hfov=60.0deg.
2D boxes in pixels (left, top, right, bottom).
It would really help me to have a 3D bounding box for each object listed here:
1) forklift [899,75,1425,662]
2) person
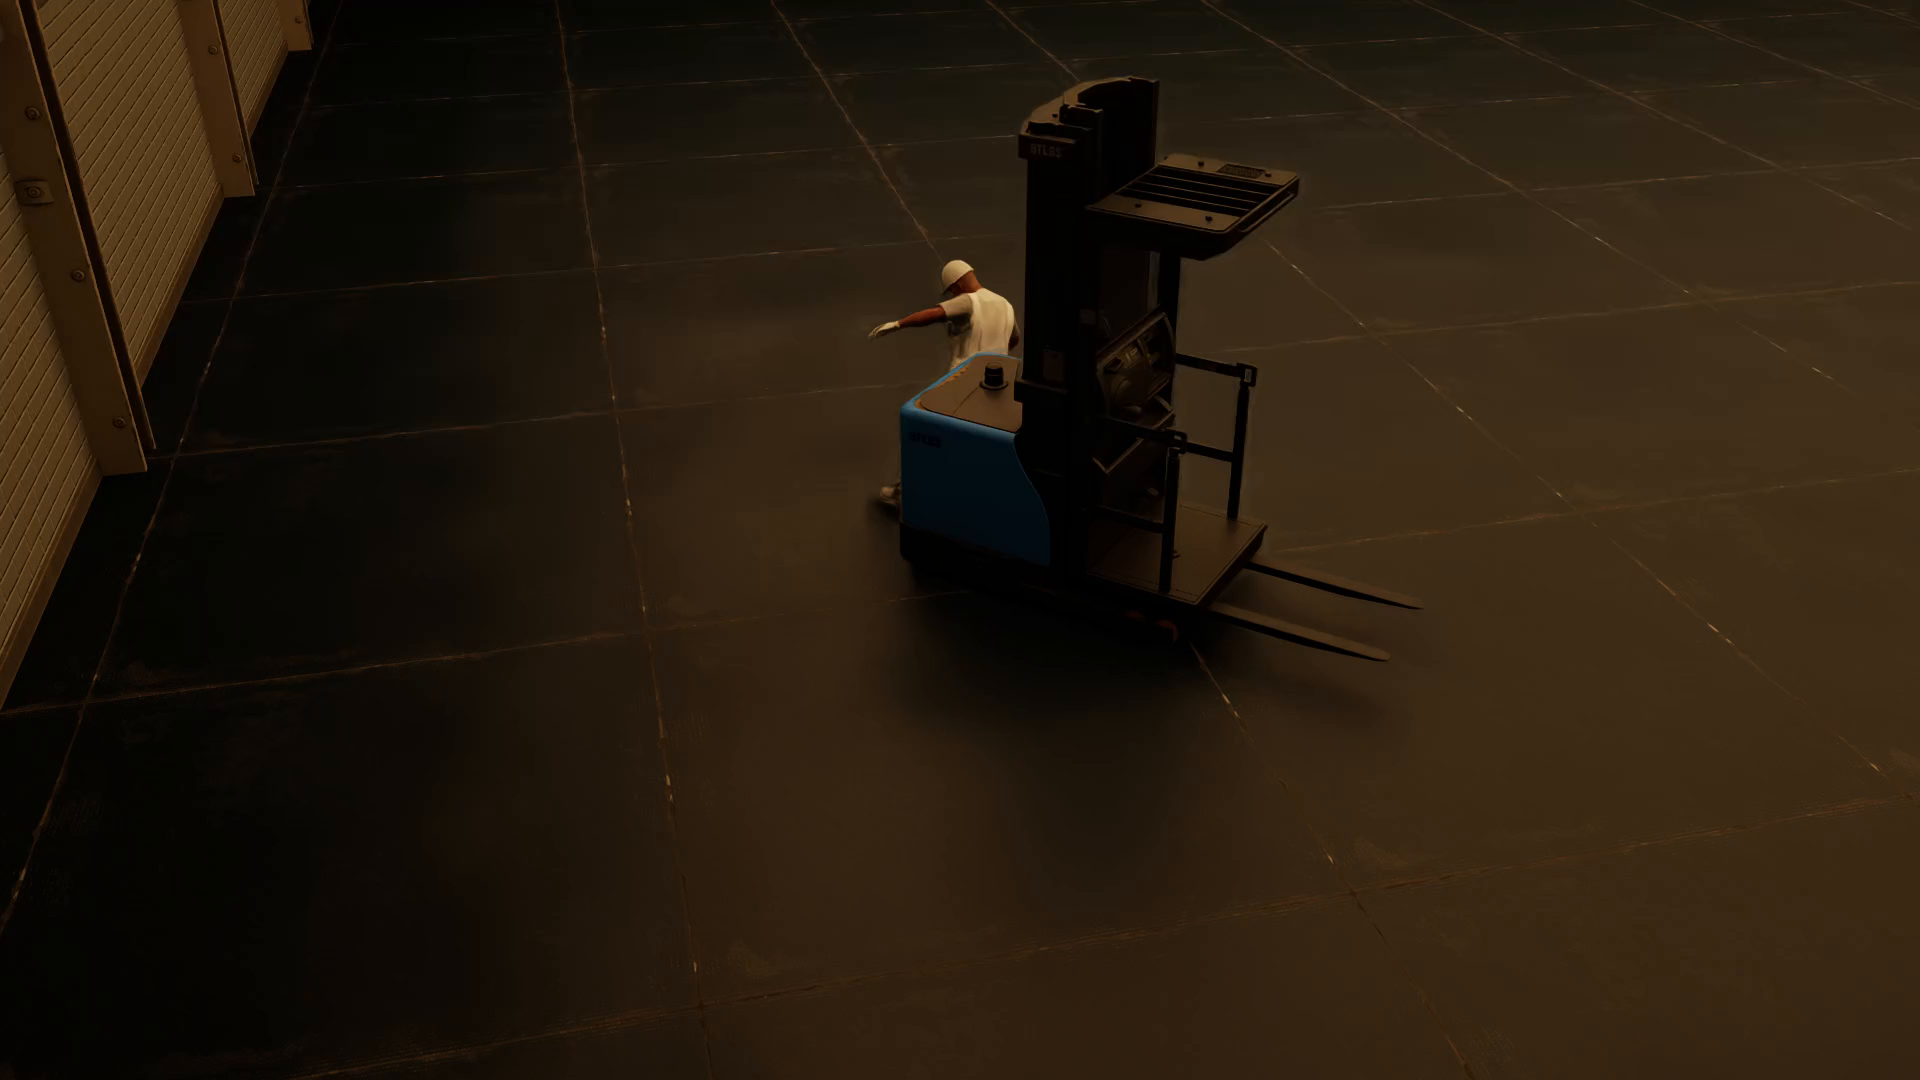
[{"bbox_3d":[1.164,-0.953,9.221,3.031,2.935,1.130,16,34,26],"label":"forklift"},{"bbox_3d":[-0.048,-1.078,10.960,1.317,1.445,0.794,-17,34,-27],"label":"person"}]
